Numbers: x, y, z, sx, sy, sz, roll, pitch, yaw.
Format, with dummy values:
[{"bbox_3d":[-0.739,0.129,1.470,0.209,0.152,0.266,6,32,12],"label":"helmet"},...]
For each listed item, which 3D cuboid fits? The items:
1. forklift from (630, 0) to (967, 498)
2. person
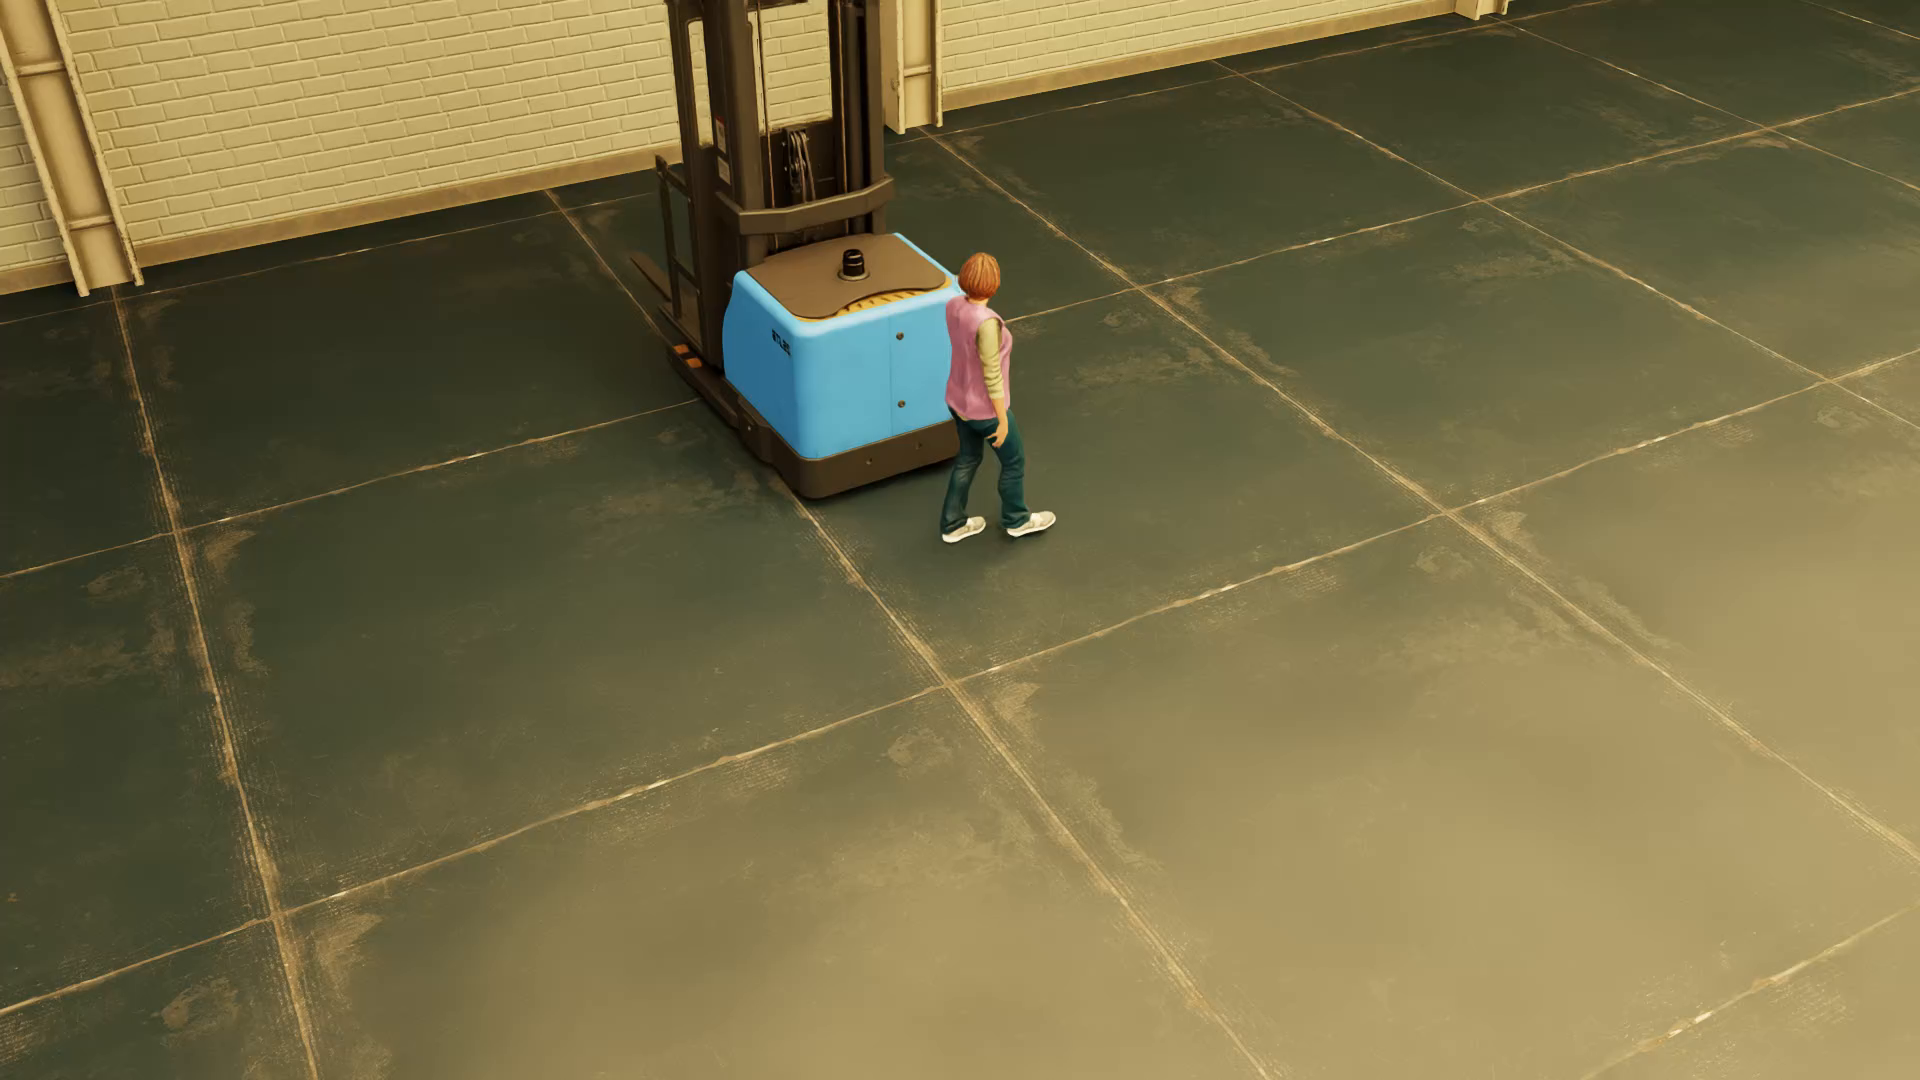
[{"bbox_3d":[-1.120,-2.244,9.298,1.130,2.935,3.031,-19,39,-24],"label":"forklift"},{"bbox_3d":[0.157,-0.707,8.303,0.603,1.575,0.566,-21,40,-26],"label":"person"}]
